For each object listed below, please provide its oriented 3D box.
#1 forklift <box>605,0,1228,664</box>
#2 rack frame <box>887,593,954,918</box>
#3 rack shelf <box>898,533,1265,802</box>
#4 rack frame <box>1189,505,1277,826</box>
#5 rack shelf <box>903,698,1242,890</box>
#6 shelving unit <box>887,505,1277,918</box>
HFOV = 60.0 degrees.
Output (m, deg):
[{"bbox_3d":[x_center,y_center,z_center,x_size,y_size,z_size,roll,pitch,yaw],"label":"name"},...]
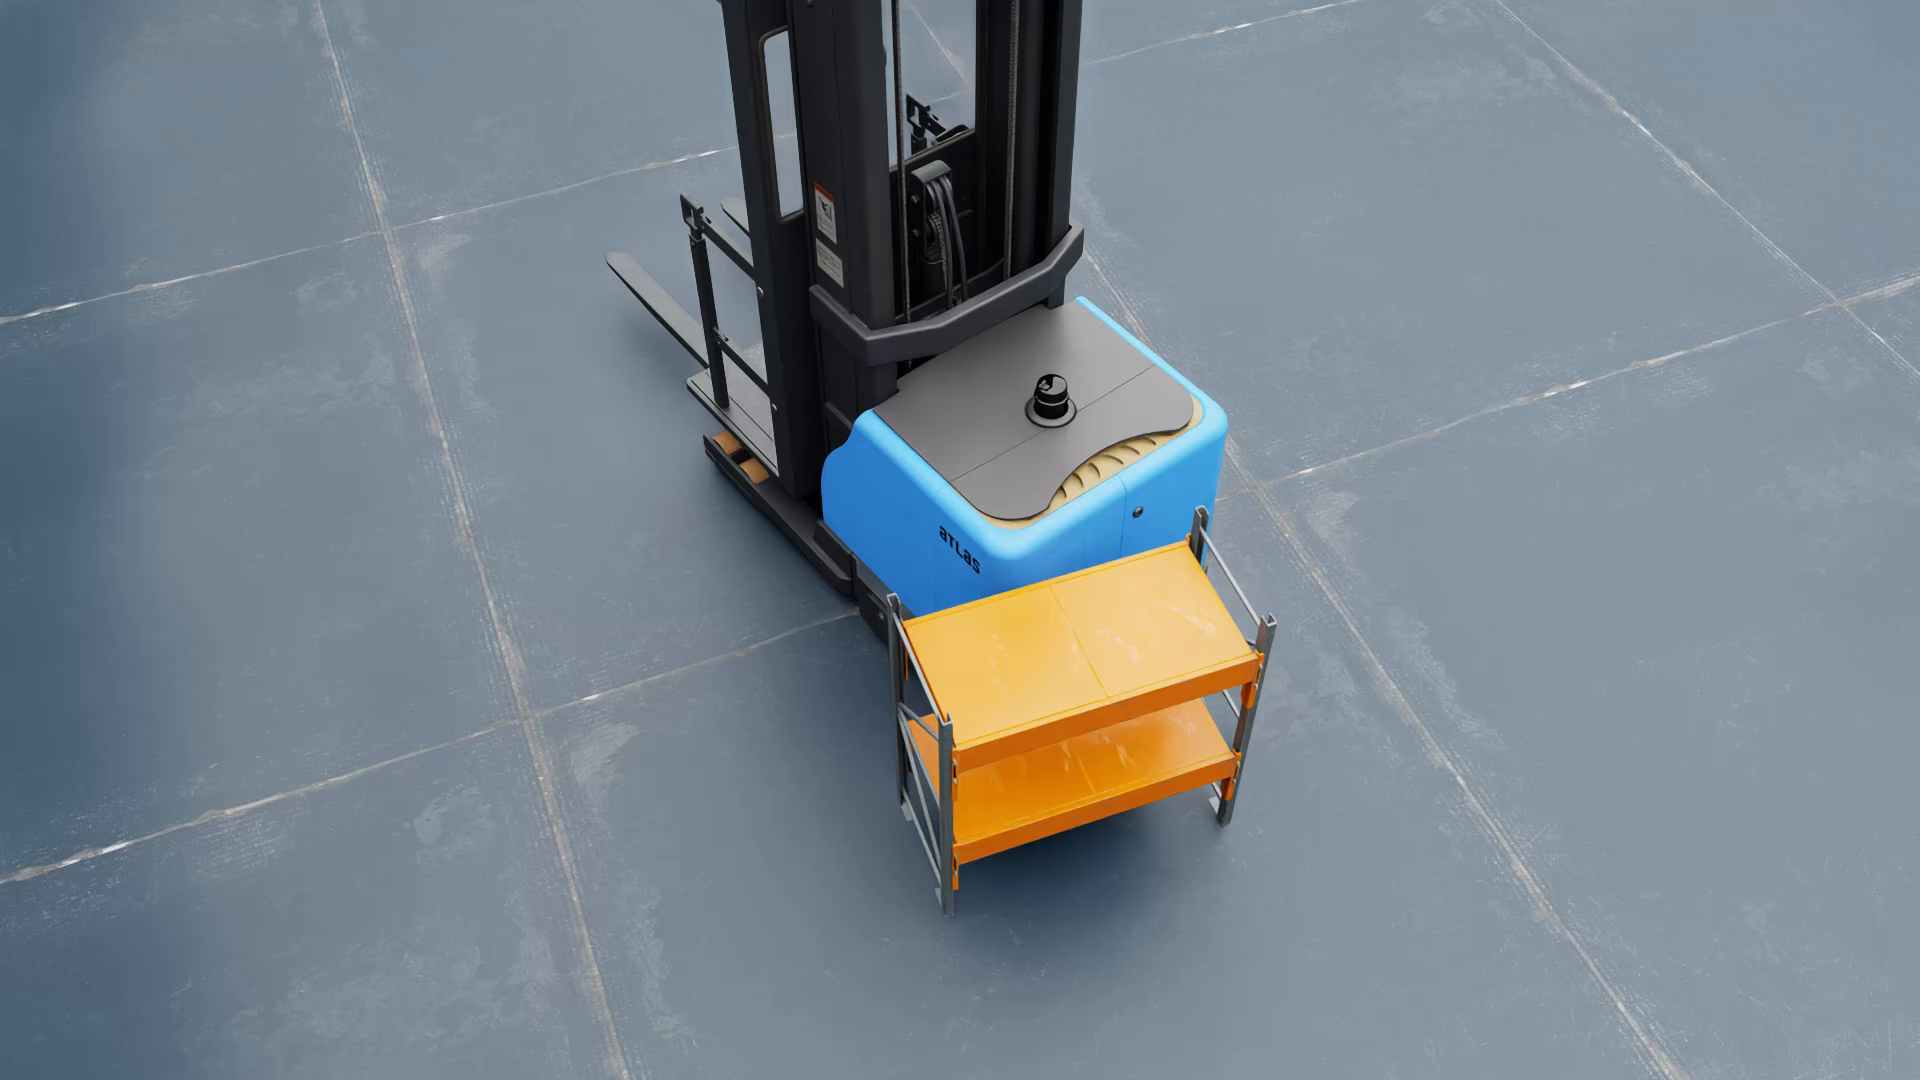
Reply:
[{"bbox_3d":[-0.387,-1.331,5.802,1.130,2.935,3.031,-31,56,-24],"label":"forklift"},{"bbox_3d":[-0.120,0.705,5.244,0.032,1.125,0.500,-16,51,-13],"label":"rack frame"},{"bbox_3d":[0.357,0.381,5.136,1.000,0.278,0.538,-16,51,-13],"label":"rack shelf"},{"bbox_3d":[0.834,0.438,5.473,0.032,1.125,0.500,-16,51,-13],"label":"rack frame"},{"bbox_3d":[0.357,0.731,5.544,1.000,0.278,0.538,-16,51,-13],"label":"rack shelf"},{"bbox_3d":[0.357,0.572,5.358,1.048,1.125,0.538,-16,51,-13],"label":"shelving unit"}]
